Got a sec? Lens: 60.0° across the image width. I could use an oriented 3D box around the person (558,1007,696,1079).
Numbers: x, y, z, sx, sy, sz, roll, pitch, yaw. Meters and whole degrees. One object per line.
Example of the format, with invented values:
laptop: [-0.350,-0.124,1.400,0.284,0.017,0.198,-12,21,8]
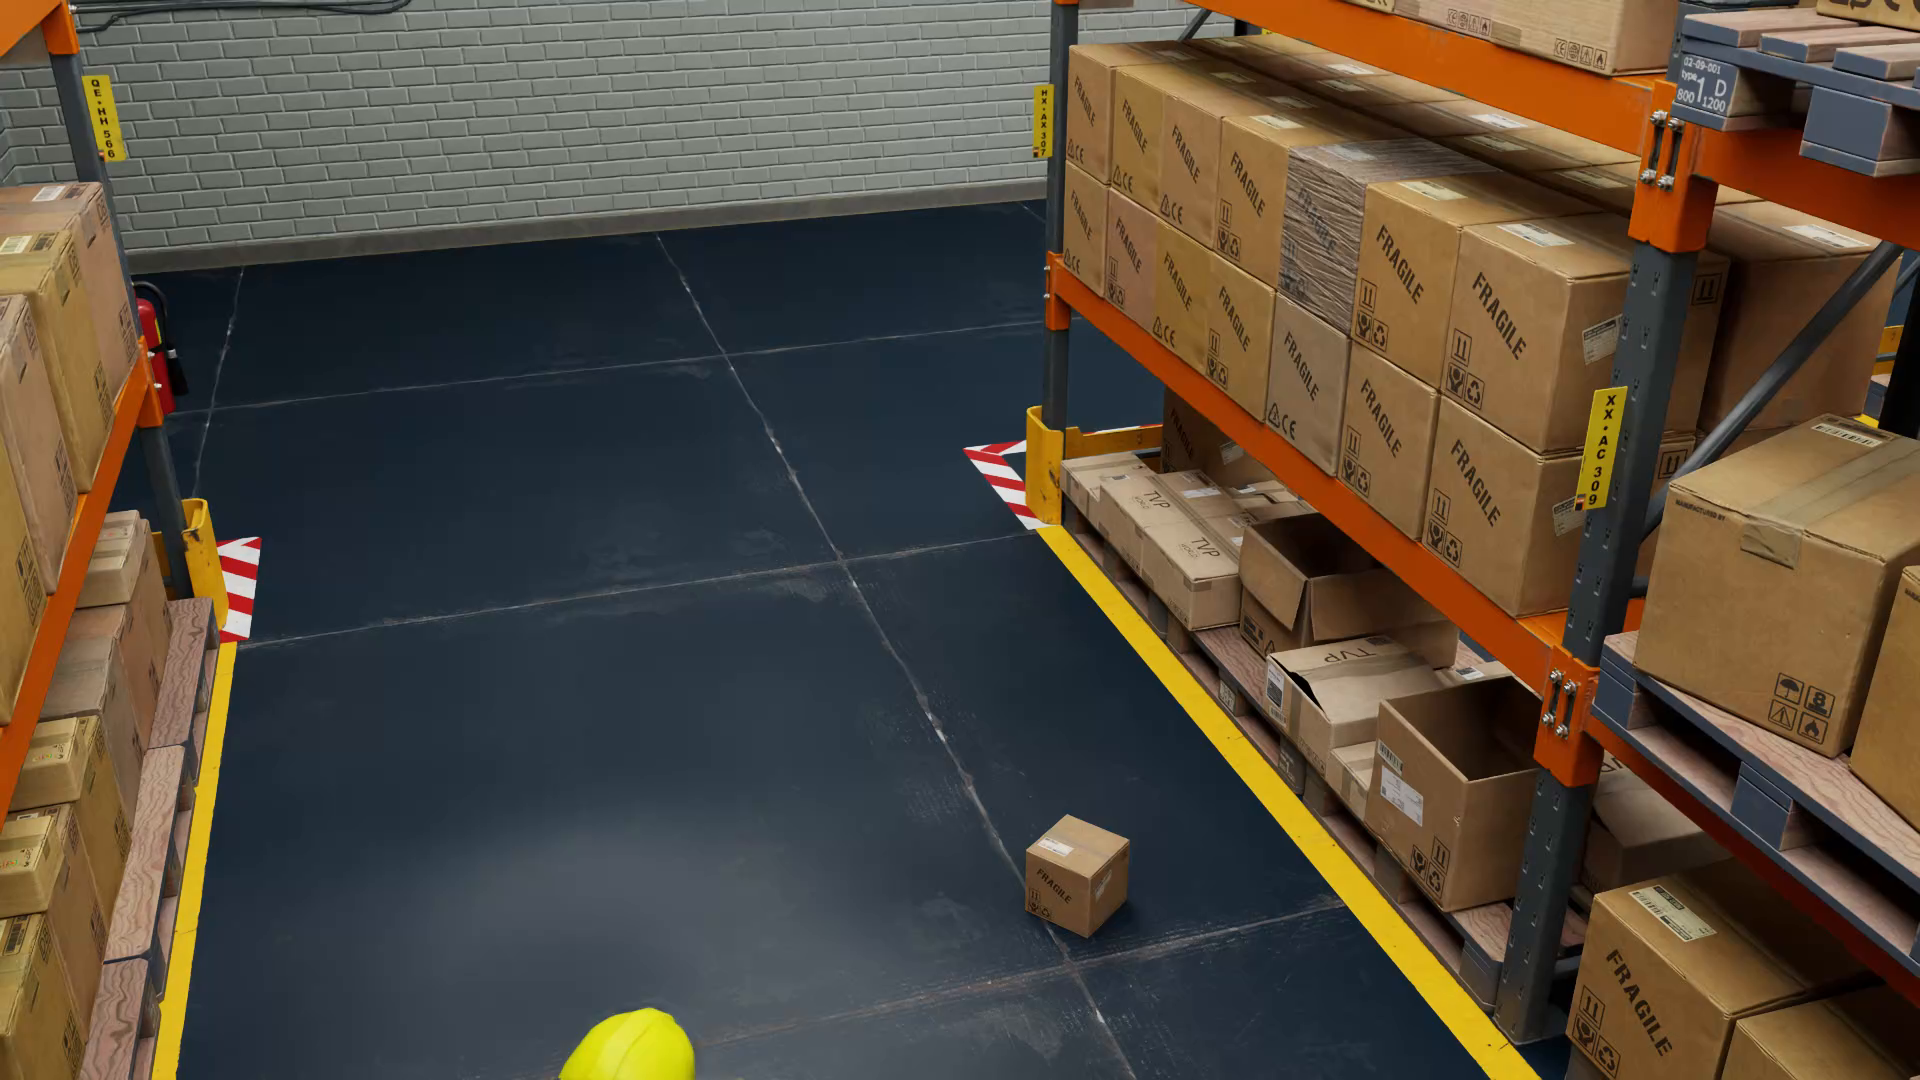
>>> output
person: [-0.543,1.576,2.837,0.585,1.783,0.461,3,26,7]
